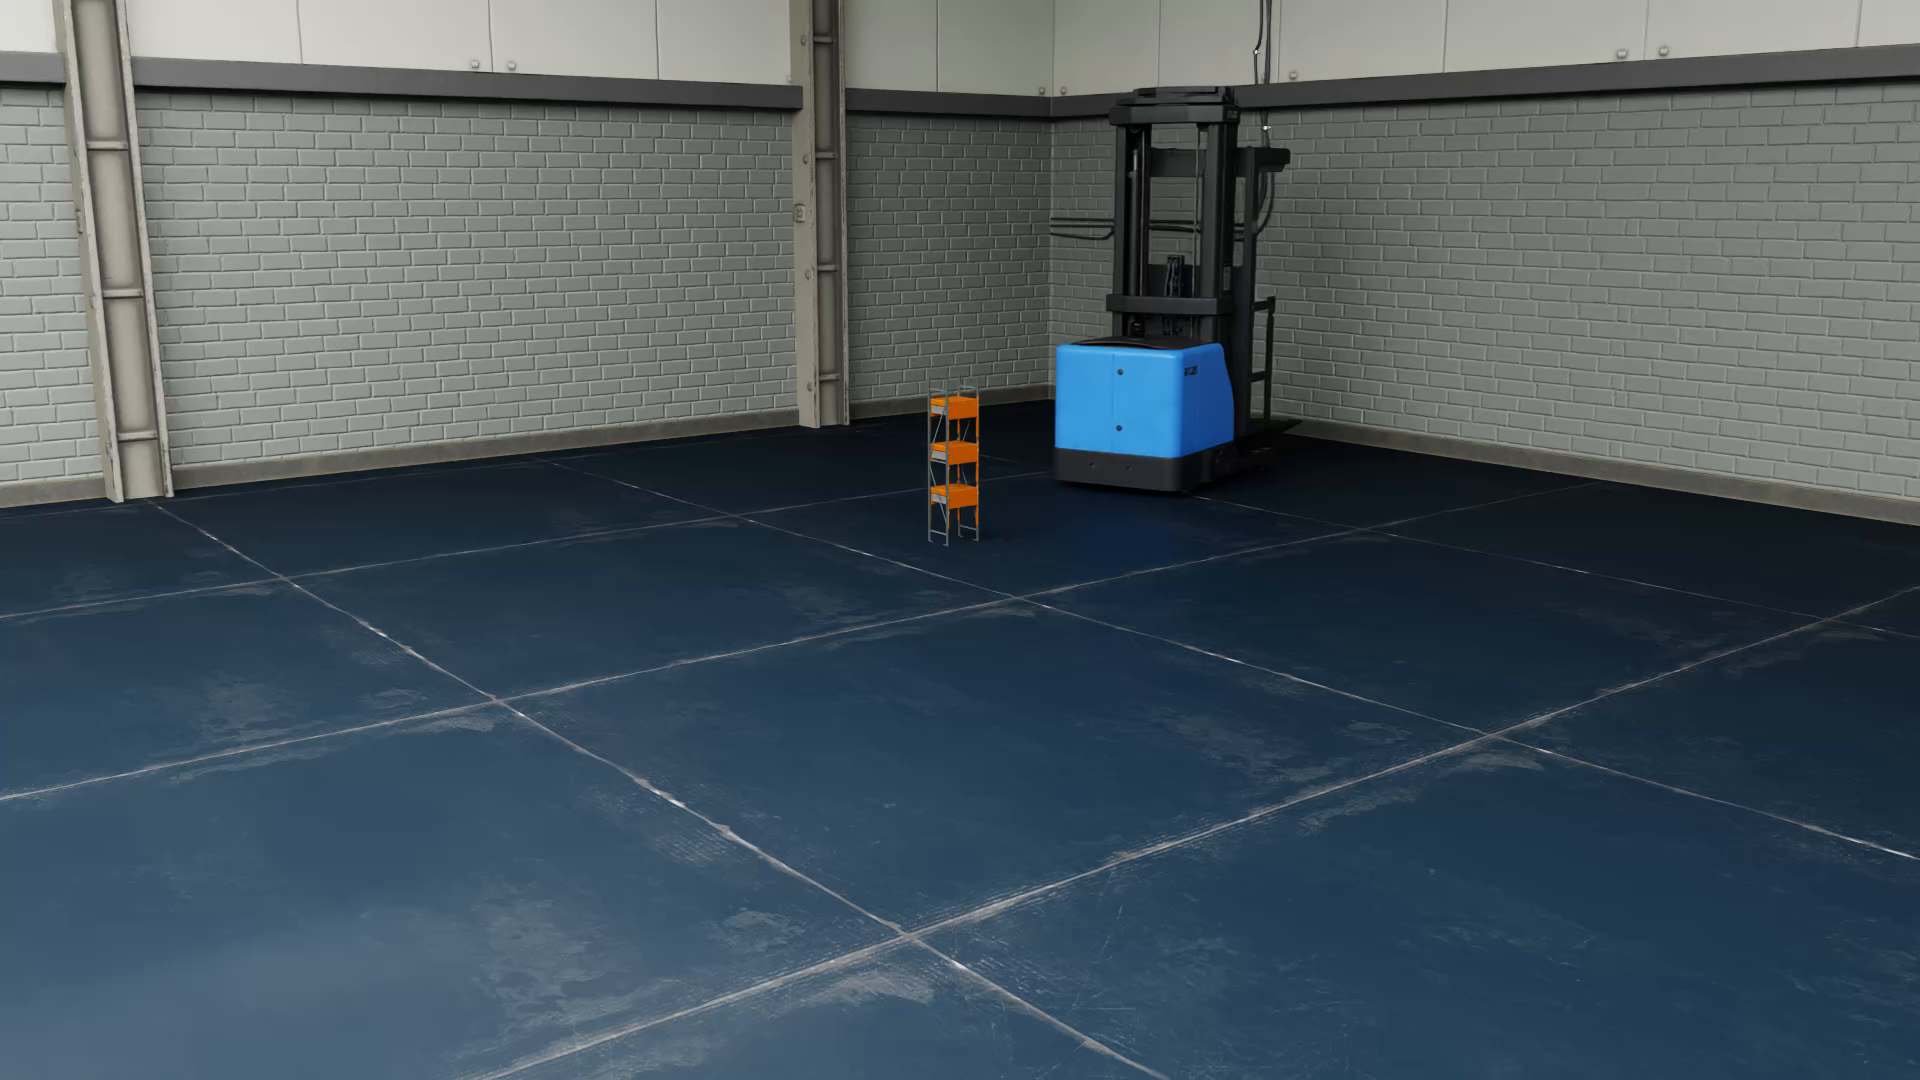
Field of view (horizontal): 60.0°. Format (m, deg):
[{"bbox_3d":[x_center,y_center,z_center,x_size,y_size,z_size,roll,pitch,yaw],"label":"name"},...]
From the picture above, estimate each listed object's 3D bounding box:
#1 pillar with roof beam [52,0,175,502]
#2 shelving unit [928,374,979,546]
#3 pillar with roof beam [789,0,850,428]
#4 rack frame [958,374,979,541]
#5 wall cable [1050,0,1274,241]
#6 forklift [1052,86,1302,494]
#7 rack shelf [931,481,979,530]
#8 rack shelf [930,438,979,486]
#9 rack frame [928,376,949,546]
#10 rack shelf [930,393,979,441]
[{"bbox_3d":[-3.290,-4.022,7.905,0.400,9.000,9.100,-9,15,-38],"label":"pillar with roof beam"},{"bbox_3d":[-0.042,-0.507,10.487,0.252,1.050,0.215,-9,15,-38],"label":"shelving unit"},{"bbox_3d":[1.396,-4.800,11.571,0.400,9.000,9.100,-9,15,-38],"label":"pillar with roof beam"},{"bbox_3d":[0.053,-0.522,10.562,0.008,1.050,0.200,-9,15,-38],"label":"rack frame"},{"bbox_3d":[1.833,-4.148,15.972,0.112,2.526,3.097,-9,15,-38],"label":"wall cable"},{"bbox_3d":[1.896,-2.028,13.121,1.130,2.935,3.031,7,14,31],"label":"forklift"},{"bbox_3d":[-0.042,-0.224,10.547,0.240,0.259,0.215,-9,15,-38],"label":"rack shelf"},{"bbox_3d":[-0.042,-0.496,10.489,0.240,0.259,0.215,-9,15,-38],"label":"rack shelf"},{"bbox_3d":[-0.137,-0.491,10.412,0.008,1.050,0.200,-9,15,-38],"label":"rack frame"},{"bbox_3d":[-0.042,-0.774,10.430,0.240,0.259,0.215,-9,15,-38],"label":"rack shelf"}]
